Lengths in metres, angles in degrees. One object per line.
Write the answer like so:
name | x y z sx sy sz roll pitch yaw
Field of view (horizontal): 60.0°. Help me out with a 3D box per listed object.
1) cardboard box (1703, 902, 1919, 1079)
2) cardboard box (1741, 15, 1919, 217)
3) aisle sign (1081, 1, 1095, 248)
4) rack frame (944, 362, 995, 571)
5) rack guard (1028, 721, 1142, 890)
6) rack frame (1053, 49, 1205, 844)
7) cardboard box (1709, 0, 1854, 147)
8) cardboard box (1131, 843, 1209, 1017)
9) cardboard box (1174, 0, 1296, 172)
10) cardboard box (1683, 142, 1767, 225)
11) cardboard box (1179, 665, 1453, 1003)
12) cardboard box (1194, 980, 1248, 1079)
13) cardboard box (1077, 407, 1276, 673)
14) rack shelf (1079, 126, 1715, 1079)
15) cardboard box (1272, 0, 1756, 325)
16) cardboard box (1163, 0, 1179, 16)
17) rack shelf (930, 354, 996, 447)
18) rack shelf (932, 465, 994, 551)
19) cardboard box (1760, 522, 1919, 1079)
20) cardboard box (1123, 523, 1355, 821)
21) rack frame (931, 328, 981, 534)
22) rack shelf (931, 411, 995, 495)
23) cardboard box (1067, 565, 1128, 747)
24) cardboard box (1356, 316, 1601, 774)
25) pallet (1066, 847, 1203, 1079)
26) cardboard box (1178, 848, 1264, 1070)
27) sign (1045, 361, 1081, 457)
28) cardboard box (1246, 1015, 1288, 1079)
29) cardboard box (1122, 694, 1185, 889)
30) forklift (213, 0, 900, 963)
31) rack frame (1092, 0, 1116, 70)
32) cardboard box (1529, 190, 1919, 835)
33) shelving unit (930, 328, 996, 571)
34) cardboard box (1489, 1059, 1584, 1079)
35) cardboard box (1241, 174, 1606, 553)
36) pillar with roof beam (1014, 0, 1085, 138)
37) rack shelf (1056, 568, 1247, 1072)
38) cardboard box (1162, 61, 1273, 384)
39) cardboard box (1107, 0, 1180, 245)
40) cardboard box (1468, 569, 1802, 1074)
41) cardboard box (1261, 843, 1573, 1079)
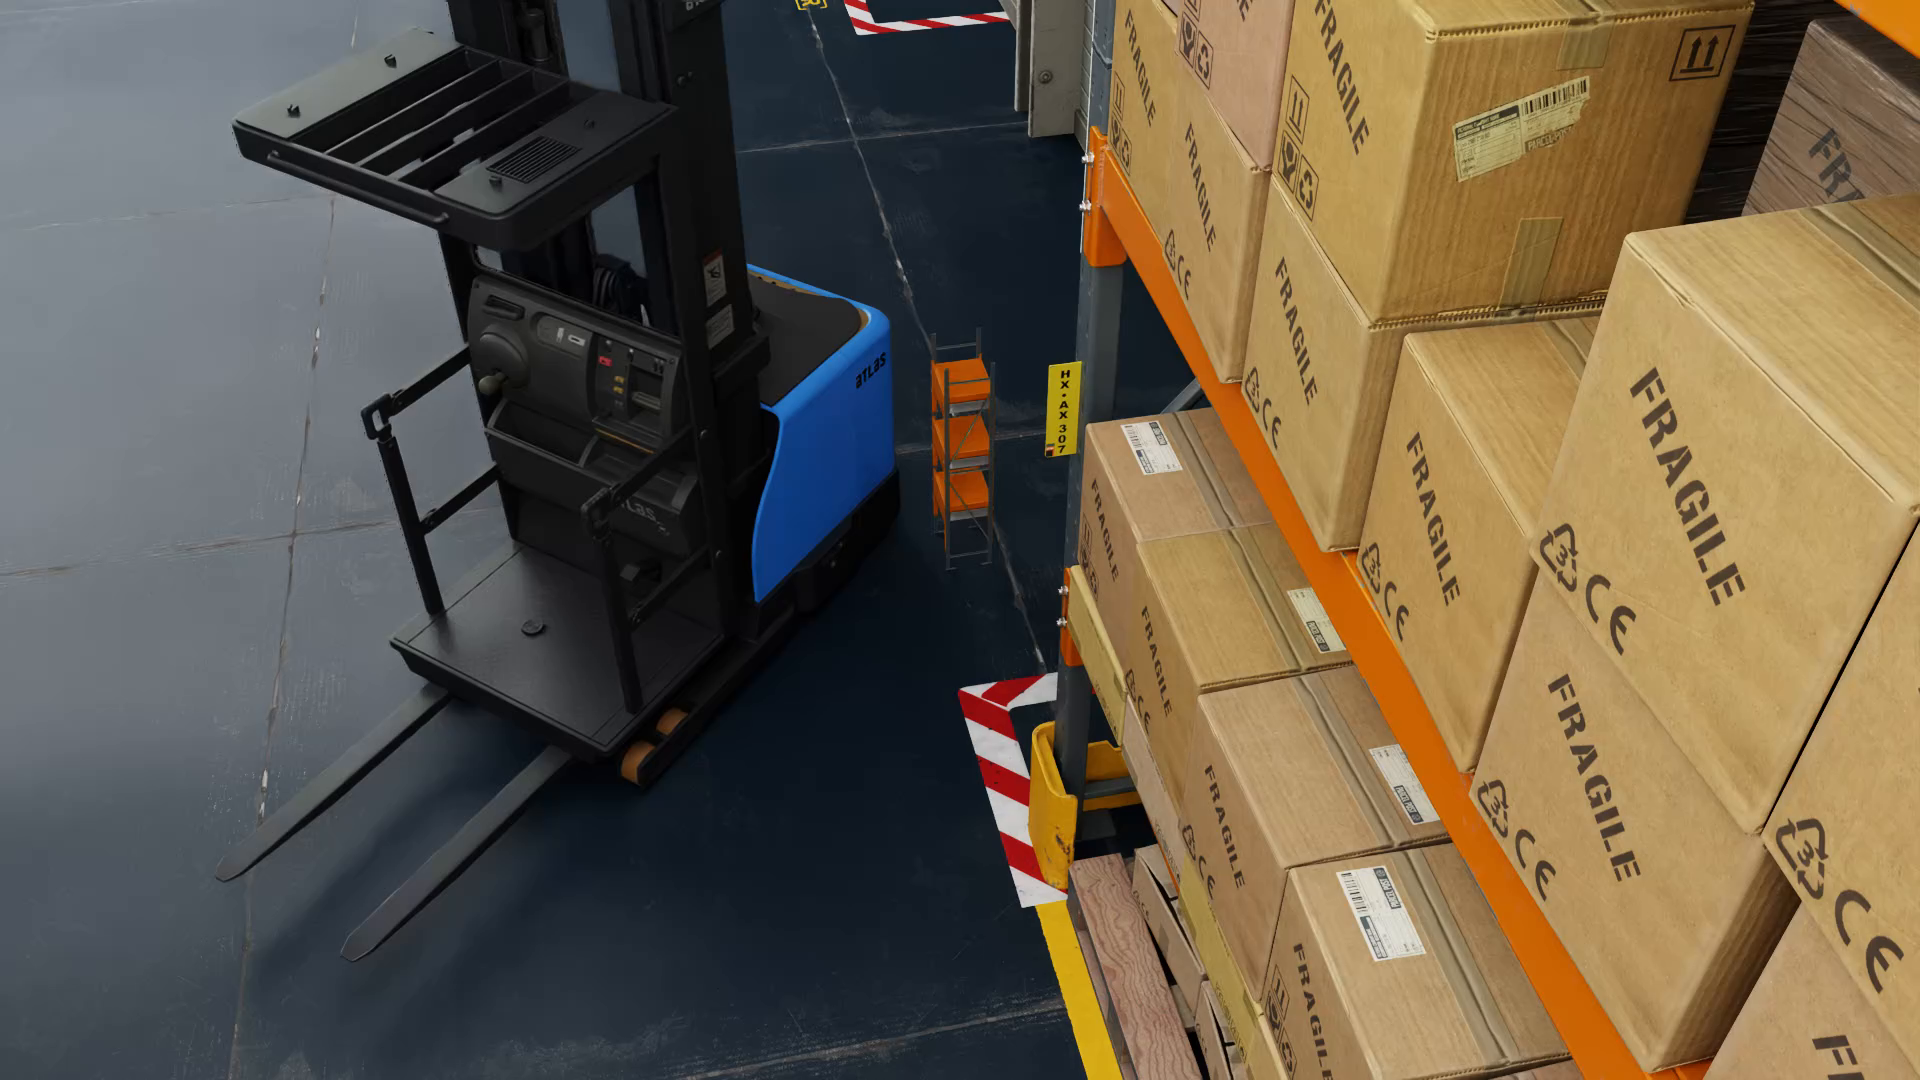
cardboard box | 1.244 0.679 1.875 0.500 0.500 0.500 -12 43 -13
cardboard box | 1.490 -0.422 2.363 0.500 0.500 0.500 -8 42 -9
aisle sign | 0.519 -1.101 4.273 0.394 0.787 0.004 -8 42 -9
rack frame | 0.038 -0.279 6.773 0.200 1.050 0.008 -8 42 -9
rack guard | 0.844 0.859 5.906 1.175 0.500 0.348 -8 42 -9
rack frame | 0.827 -0.125 5.131 1.000 3.000 0.127 -8 42 -9
cardboard box | 1.304 -1.072 3.095 0.500 0.500 0.500 -6 42 -7
cardboard box | 0.889 1.177 5.358 0.500 0.311 0.500 -13 43 -14
cardboard box | 0.732 -1.049 3.069 0.500 0.500 0.500 -9 42 -10
cardboard box | 1.394 -0.406 3.098 0.500 0.500 0.500 -10 43 -11
cardboard box | 0.839 0.653 3.788 0.500 0.500 0.500 -10 42 -11
cardboard box | 1.012 1.547 4.942 0.500 0.311 0.500 -5 42 -6
cardboard box | 0.637 -0.004 4.529 0.500 0.500 0.500 -8 42 -9
rack shelf | 1.259 0.319 2.914 1.077 0.370 4.000 -8 42 -9
cardboard box | 0.854 -0.718 2.697 0.500 0.500 0.500 -7 42 -8
cardboard box | 0.674 -1.381 3.443 0.500 0.500 0.500 -11 43 -12
rack shelf | 0.012 -0.562 6.681 0.215 0.259 0.240 -8 42 -9
rack shelf | 0.012 -0.142 7.054 0.215 0.259 0.240 -8 42 -9
cardboard box | 1.189 0.286 1.566 0.500 0.500 0.500 -6 42 -7
cardboard box | 0.734 0.317 4.166 0.500 0.500 0.500 -8 42 -9
rack frame | -0.015 -0.437 6.951 0.200 1.050 0.008 -8 42 -9
rack shelf | 0.012 -0.350 6.869 0.215 0.259 0.240 -8 42 -9
cardboard box | 0.623 0.285 4.767 0.500 0.250 0.500 -9 42 -11
cardboard box | 0.989 -0.006 2.647 0.500 0.500 0.500 -6 42 -7
pallet | 0.985 1.499 5.403 1.003 0.211 1.213 -8 42 -9
cardboard box | 0.853 0.951 4.017 0.500 0.250 0.500 -9 42 -10
sign | 0.298 -0.371 4.756 0.100 0.325 0.005 -8 42 -9
cardboard box | 0.960 1.279 3.648 0.500 0.250 0.500 -8 42 -9
cardboard box | 0.749 0.620 4.390 0.500 0.250 0.500 -10 42 -11
forklift | -1.460 -0.536 5.646 1.130 2.935 3.031 22 46 23
rack frame | 0.827 -2.369 3.140 1.000 3.000 0.127 -8 42 -9
cardboard box | 1.066 -0.050 1.943 0.500 0.500 0.500 -10 43 -11
shelving unit | 0.012 -0.358 6.862 0.215 1.050 0.252 -8 42 -9
cardboard box | 1.075 1.323 3.033 0.500 0.500 0.500 -9 42 -11
cardboard box | 0.853 -0.350 3.035 0.500 0.500 0.500 -7 42 -7
pillar with roof beam | -3.675 -5.311 6.455 9.100 9.000 0.400 -8 42 -9
rack shelf | 1.259 1.440 3.910 1.077 0.370 4.000 -8 42 -9
cardboard box | 0.737 -0.686 3.413 0.500 0.500 0.500 -6 42 -6
cardboard box | 0.656 -1.039 3.811 0.500 0.500 0.500 -7 42 -8
cardboard box | 1.087 0.326 2.274 0.500 0.500 0.500 -10 43 -11
cardboard box | 0.962 0.986 3.413 0.500 0.500 0.500 -7 42 -8
